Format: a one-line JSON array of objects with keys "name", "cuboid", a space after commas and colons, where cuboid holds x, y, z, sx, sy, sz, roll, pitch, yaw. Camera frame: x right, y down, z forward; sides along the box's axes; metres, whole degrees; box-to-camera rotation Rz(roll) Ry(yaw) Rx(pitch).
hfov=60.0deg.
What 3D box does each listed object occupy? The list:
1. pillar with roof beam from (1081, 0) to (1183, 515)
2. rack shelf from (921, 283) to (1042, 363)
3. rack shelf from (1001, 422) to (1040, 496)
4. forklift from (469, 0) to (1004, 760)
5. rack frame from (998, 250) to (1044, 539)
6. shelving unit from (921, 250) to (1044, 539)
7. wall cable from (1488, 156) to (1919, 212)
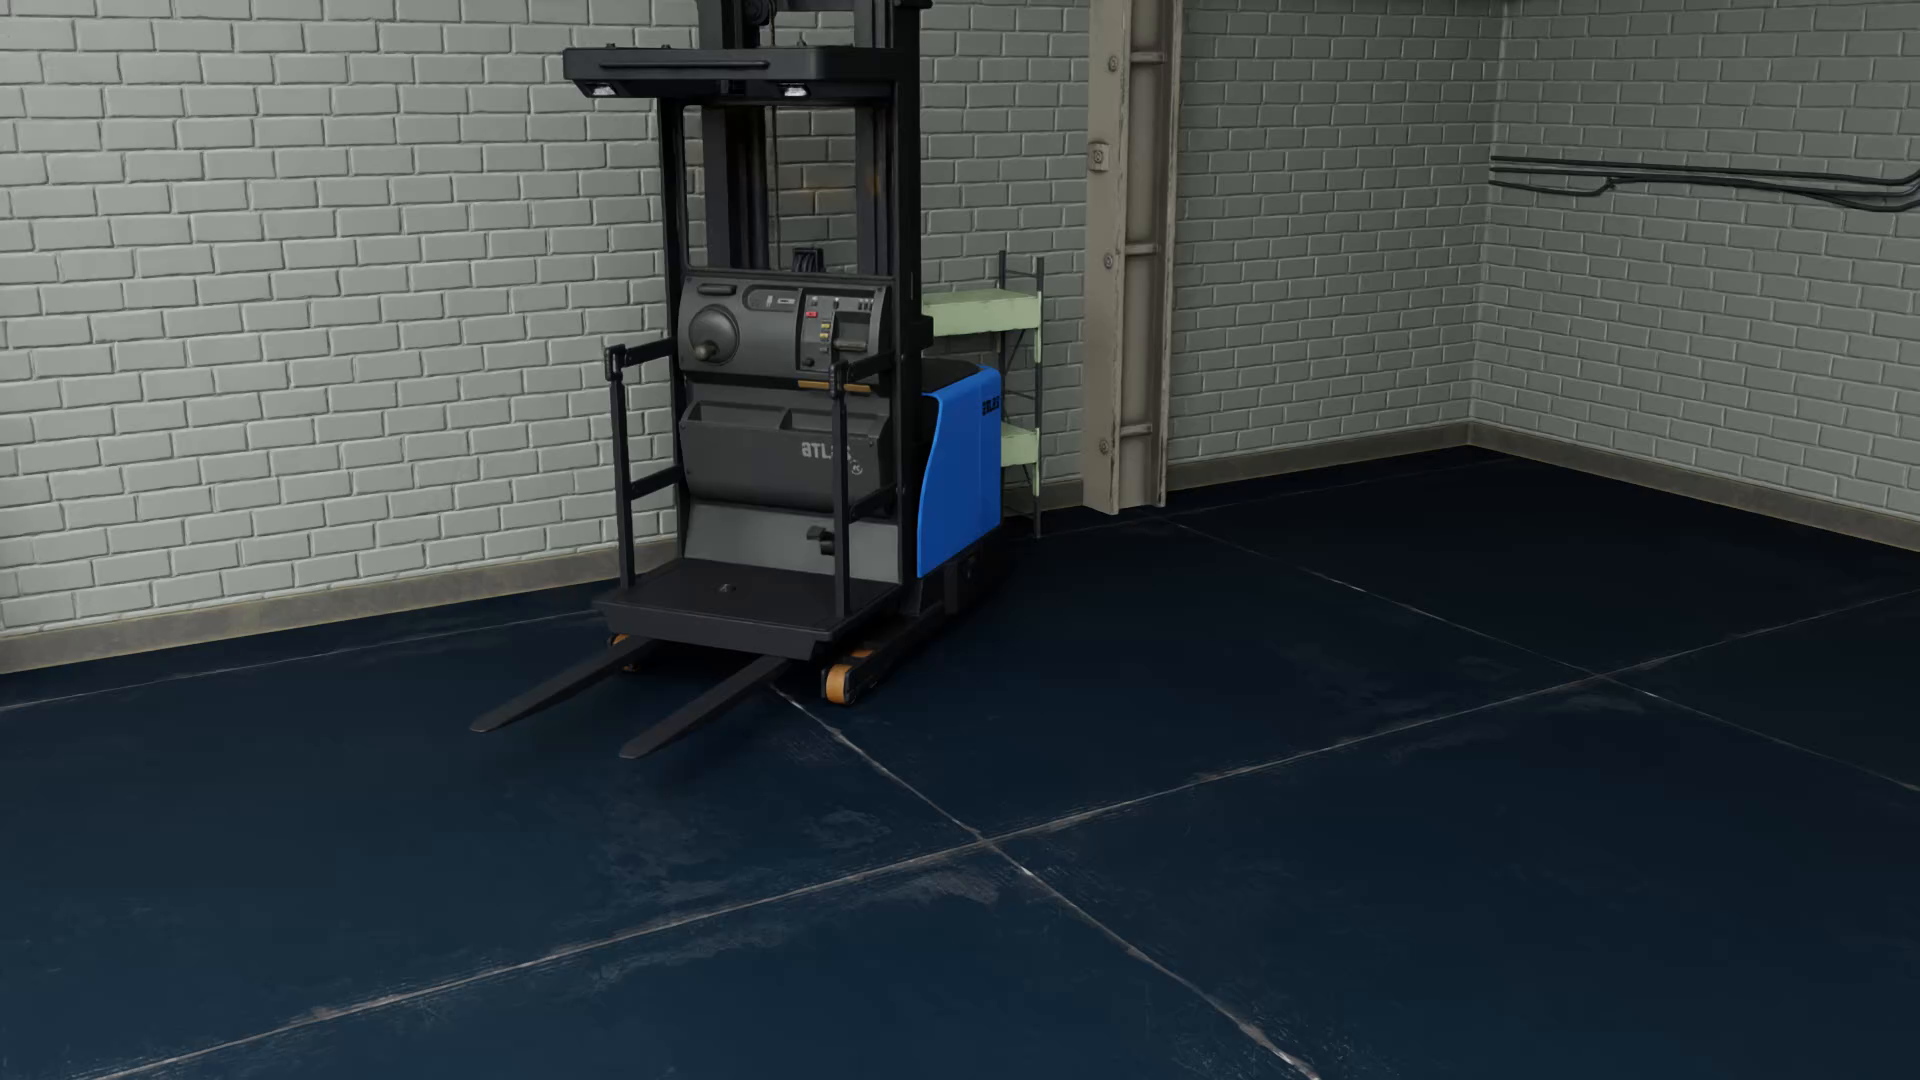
[{"name": "pillar with roof beam", "cuboid": [3.161, -3.541, 4.869, 0.400, 9.000, 9.100, -9, 18, -30]}, {"name": "rack shelf", "cuboid": [0.006, -1.099, 8.605, 0.720, 0.370, 0.431, -9, 18, -30]}, {"name": "rack shelf", "cuboid": [0.006, -0.409, 8.799, 0.720, 0.370, 0.431, -9, 18, -30]}, {"name": "forklift", "cuboid": [-0.816, -0.886, 6.640, 1.130, 2.935, 3.031, 6, 17, 21]}, {"name": "rack frame", "cuboid": [0.319, -0.774, 8.892, 0.023, 1.500, 0.400, -9, 18, -30]}, {"name": "shelving unit", "cuboid": [0.006, -0.723, 8.711, 0.755, 1.500, 0.431, -9, 18, -30]}, {"name": "wall cable", "cuboid": [4.150, -3.145, 9.211, 0.112, 2.526, 3.097, -9, 18, -30]}]
